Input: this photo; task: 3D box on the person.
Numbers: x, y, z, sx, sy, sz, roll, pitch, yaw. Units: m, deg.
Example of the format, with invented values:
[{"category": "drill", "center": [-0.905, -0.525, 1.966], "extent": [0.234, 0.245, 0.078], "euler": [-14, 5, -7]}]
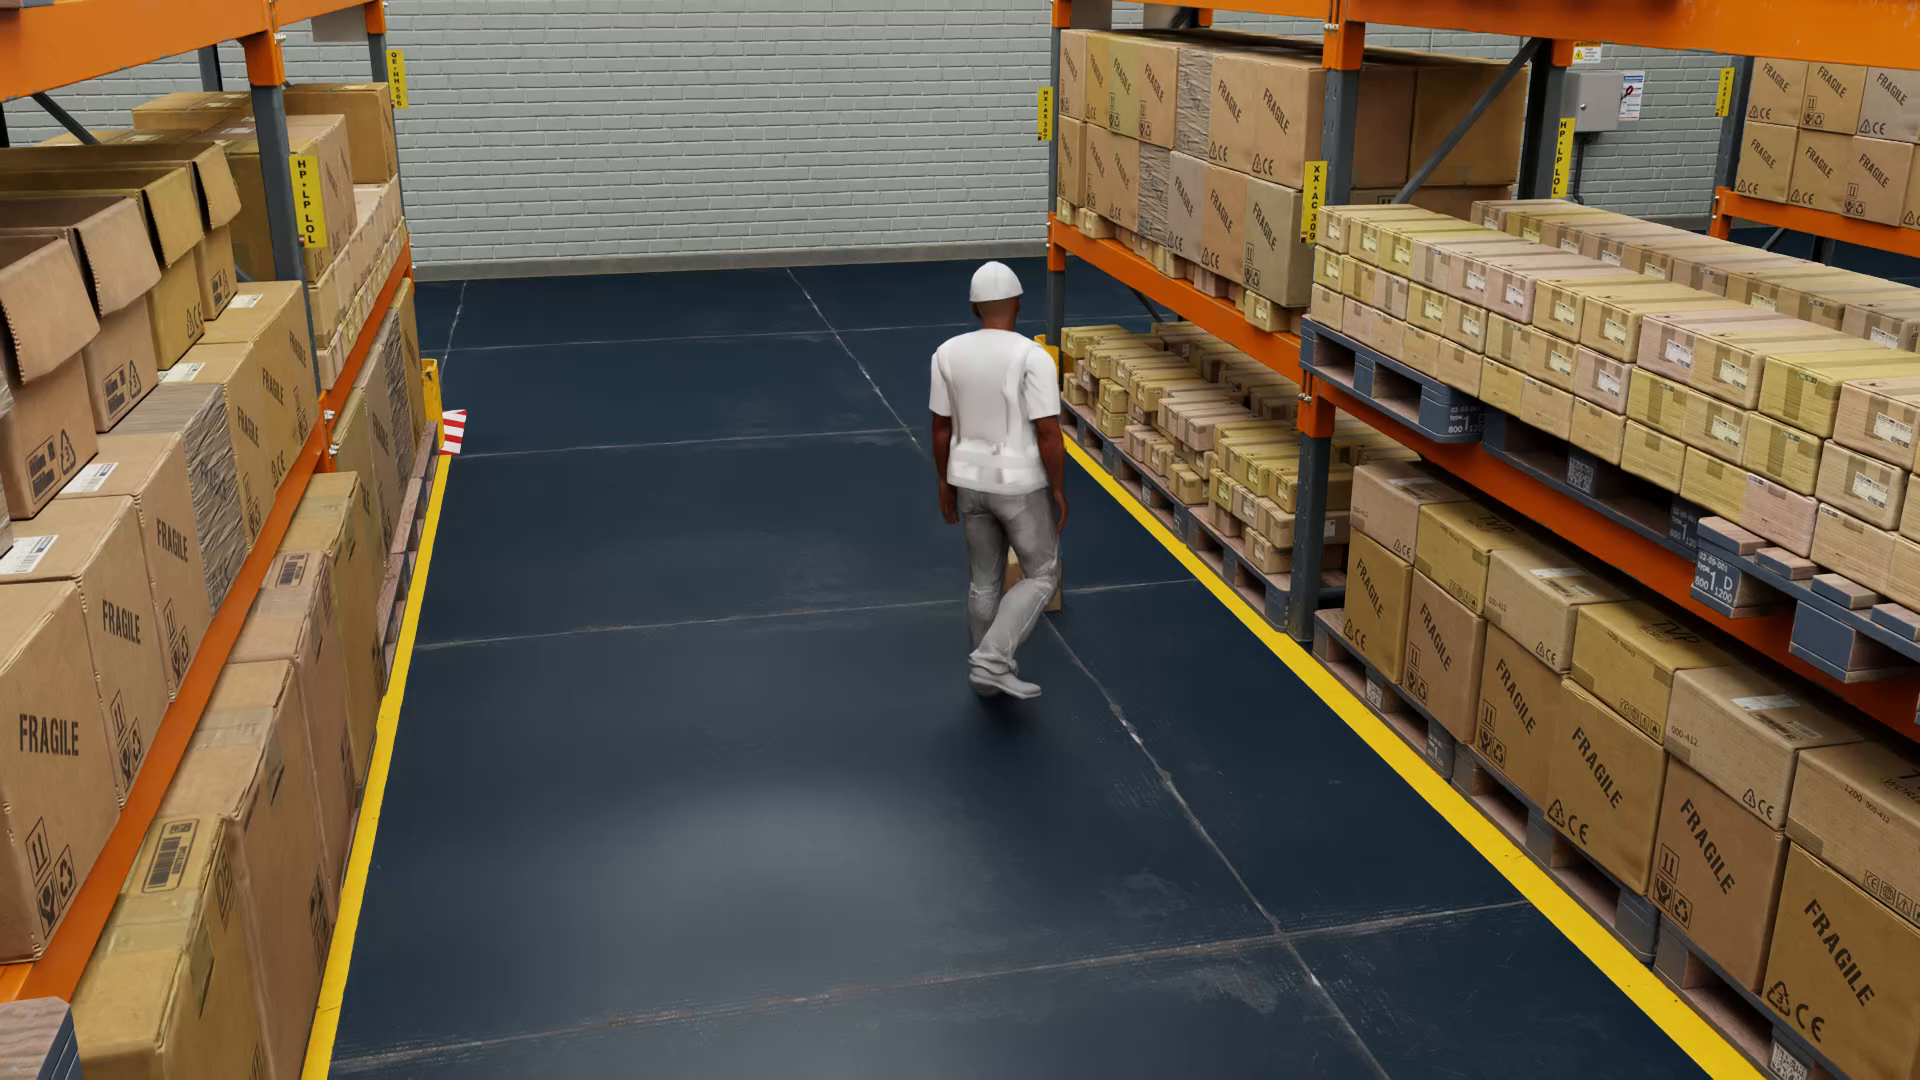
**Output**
[{"category": "person", "center": [0.120, -0.193, 6.566], "extent": [0.609, 1.765, 0.579], "euler": [13, 23, 32]}]
